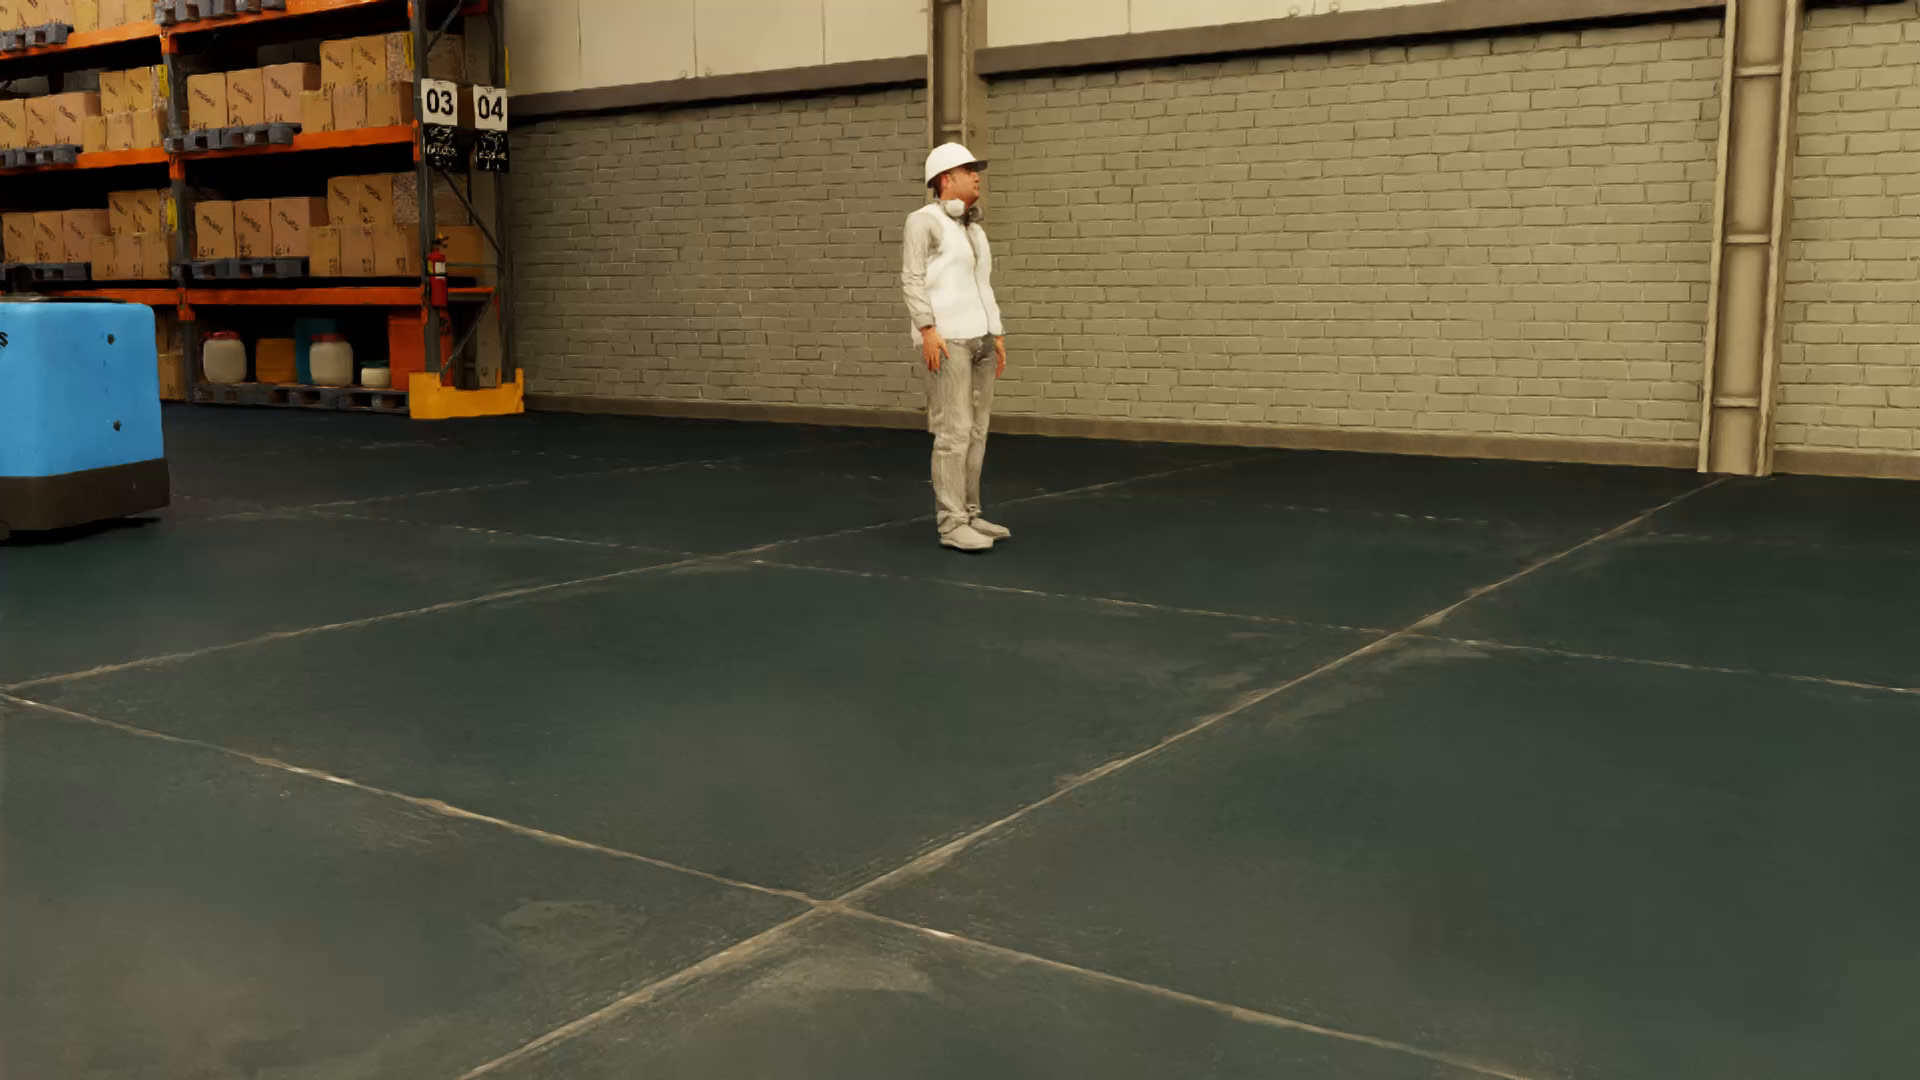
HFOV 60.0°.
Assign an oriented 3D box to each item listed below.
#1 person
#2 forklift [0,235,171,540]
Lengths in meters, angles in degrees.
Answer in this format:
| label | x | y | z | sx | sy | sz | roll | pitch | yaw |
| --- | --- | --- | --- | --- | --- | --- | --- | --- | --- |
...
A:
| label | x | y | z | sx | sy | sz | roll | pitch | yaw |
| --- | --- | --- | --- | --- | --- | --- | --- | --- | --- |
| person | 0.047 | -0.879 | 7.436 | 0.567 | 1.773 | 0.632 | 5 | 10 | 34 |
| forklift | -5.499 | -1.512 | 7.824 | 3.031 | 2.935 | 1.130 | 1 | 8 | 5 |
